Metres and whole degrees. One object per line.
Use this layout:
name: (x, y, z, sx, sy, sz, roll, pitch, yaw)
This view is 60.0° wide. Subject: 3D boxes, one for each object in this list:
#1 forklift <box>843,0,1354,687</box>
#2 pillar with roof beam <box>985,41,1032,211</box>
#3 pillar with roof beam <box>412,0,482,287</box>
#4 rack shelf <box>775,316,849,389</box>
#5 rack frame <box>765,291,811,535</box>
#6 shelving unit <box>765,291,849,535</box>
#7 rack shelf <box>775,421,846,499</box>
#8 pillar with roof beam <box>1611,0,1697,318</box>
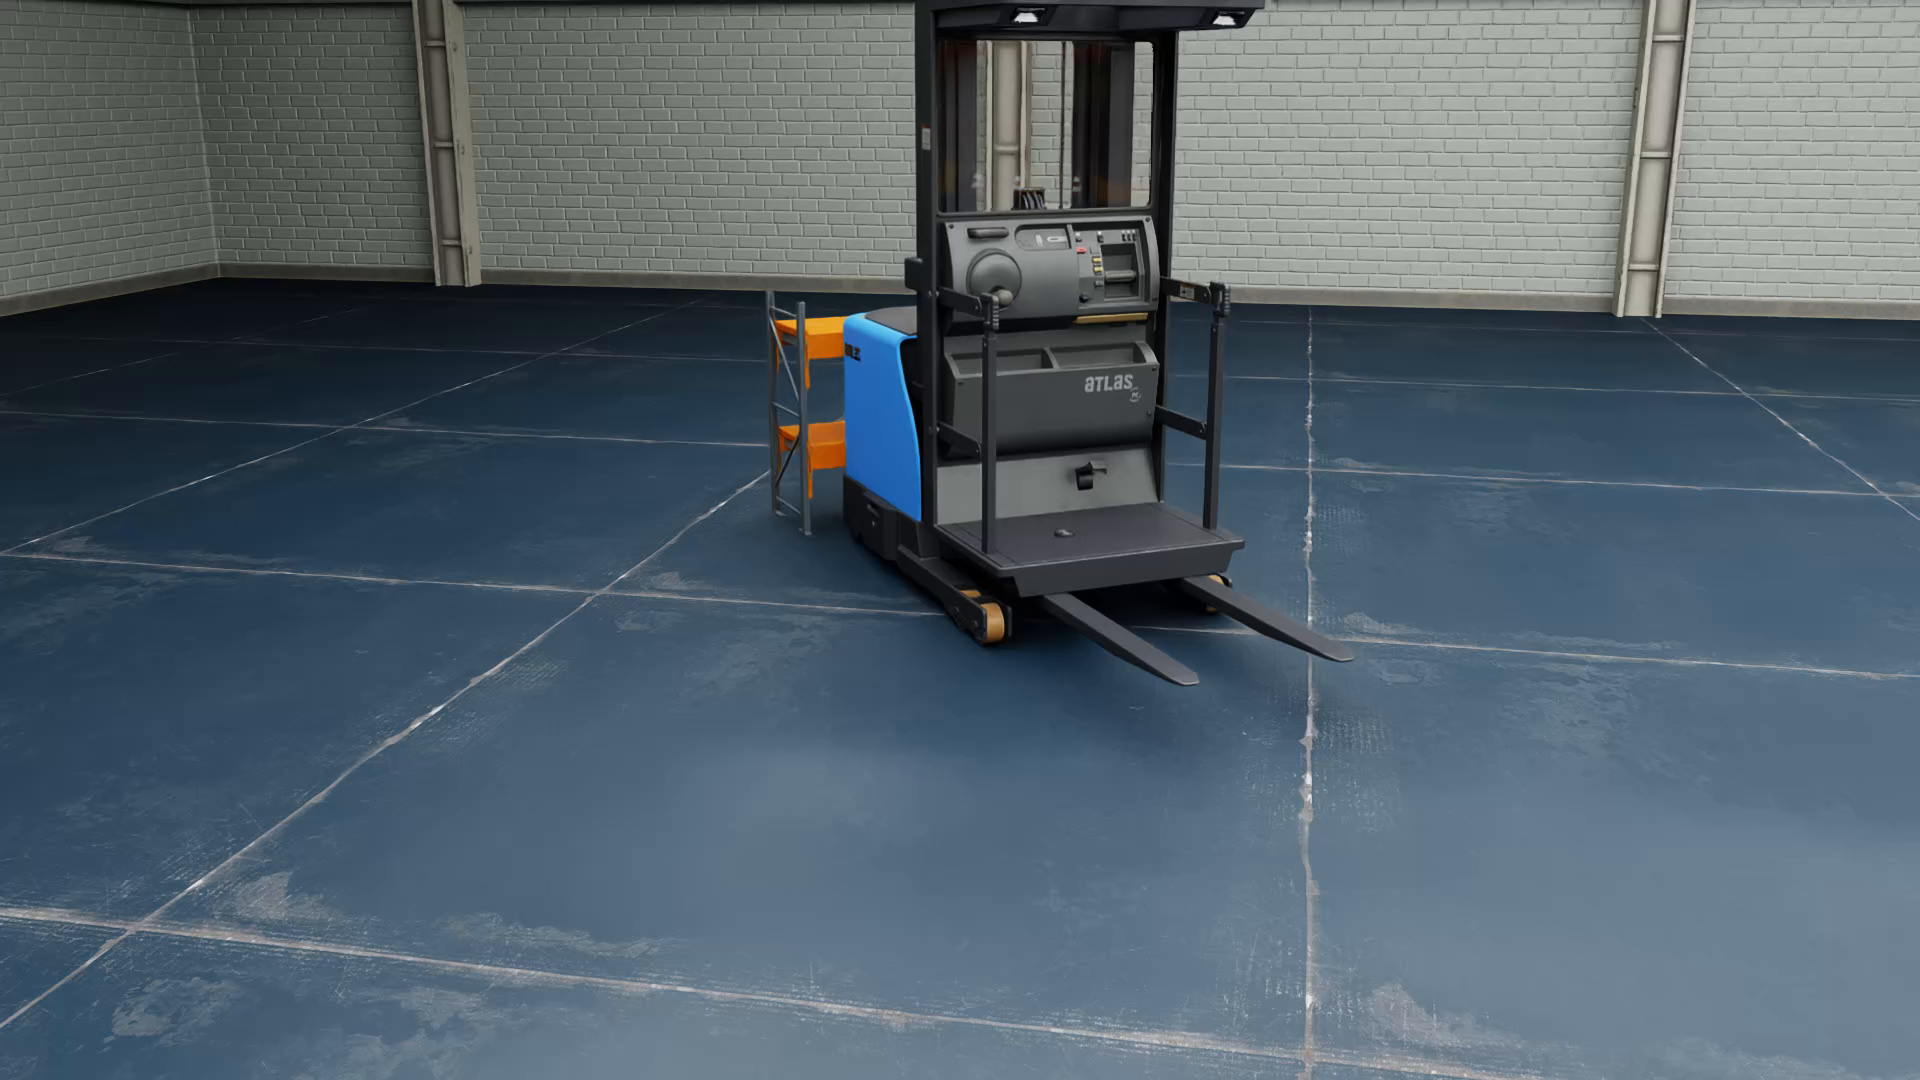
forklift: (0.466, -1.130, 6.582, 1.130, 2.935, 3.031, -6, 17, -22)
pillar with roof beam: (-0.381, -5.647, 11.520, 0.400, 9.000, 9.100, 3, 16, 11)
pillar with roof beam: (-6.261, -5.966, 12.673, 0.400, 9.000, 9.100, 3, 16, 11)
rack shelf: (-0.384, -0.969, 8.287, 1.000, 0.278, 0.538, -7, 17, -24)
rack frame: (-0.845, -0.630, 8.160, 0.032, 1.125, 0.500, -7, 17, -24)
shelving unit: (-0.384, -0.687, 8.365, 1.048, 1.125, 0.538, -7, 17, -24)
rack shelf: (-0.384, -0.451, 8.430, 1.000, 0.278, 0.538, -7, 17, -24)
pillar with roof beam: (5.498, -5.328, 10.368, 0.400, 9.000, 9.100, 3, 16, 11)
